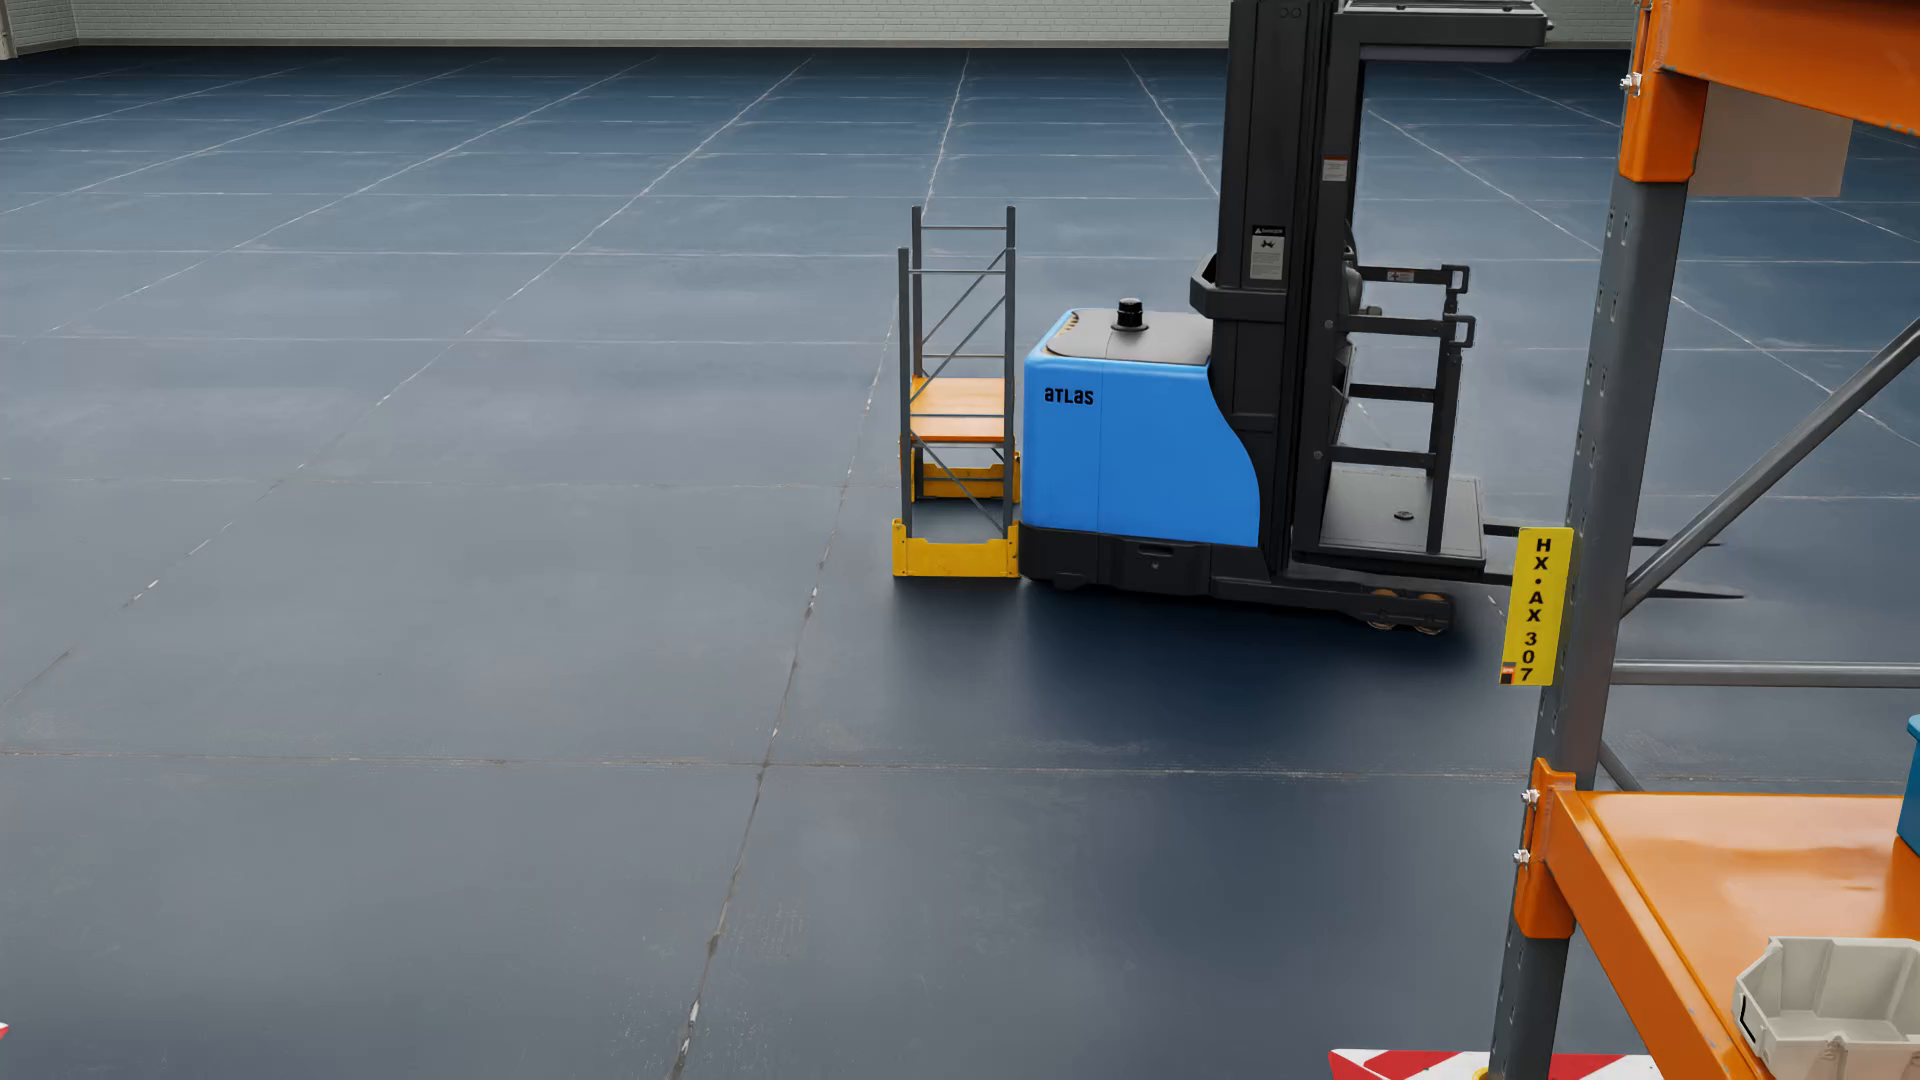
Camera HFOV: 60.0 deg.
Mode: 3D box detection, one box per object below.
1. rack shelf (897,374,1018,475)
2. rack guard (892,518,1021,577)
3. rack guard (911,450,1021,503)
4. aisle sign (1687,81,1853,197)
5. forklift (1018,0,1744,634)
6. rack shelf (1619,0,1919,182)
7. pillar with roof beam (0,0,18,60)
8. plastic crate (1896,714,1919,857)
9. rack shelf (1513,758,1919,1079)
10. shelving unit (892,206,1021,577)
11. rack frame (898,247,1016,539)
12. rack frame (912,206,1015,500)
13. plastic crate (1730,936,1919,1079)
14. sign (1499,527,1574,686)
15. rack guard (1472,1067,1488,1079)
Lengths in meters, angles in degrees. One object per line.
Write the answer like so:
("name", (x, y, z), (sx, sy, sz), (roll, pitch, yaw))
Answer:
("rack shelf", (0.003, -0.562, 7.902), (0.538, 0.185, 1.000), (1, 21, 2))
("rack guard", (-0.013, 0.036, 7.591), (0.587, 0.250, 0.087), (1, 21, 2))
("rack guard", (0.017, -0.324, 8.519), (0.587, 0.250, 0.087), (1, 21, 2))
("aisle sign", (1.356, -0.976, 2.803), (0.394, 0.787, 0.004), (1, 21, 2))
("forklift", (1.836, -1.182, 7.024), (3.031, 2.935, 1.130), (5, 22, 14))
("rack shelf", (1.586, -0.074, 0.921), (1.077, 0.370, 4.000), (1, 21, 2))
("pillar with roof beam", (-13.877, -13.306, 29.881), (9.100, 9.000, 0.400), (1, 21, 2))
("plastic crate", (1.931, 0.519, 2.750), (0.499, 0.251, 0.616), (1, 21, 2))
("rack shelf", (1.586, 1.324, 1.464), (1.077, 0.370, 4.000), (1, 21, 2))
("shelving unit", (0.002, -0.727, 7.829), (0.587, 1.500, 1.083), (1, 21, 2))
("rack frame", (-0.013, -0.546, 7.363), (0.500, 1.500, 0.032), (1, 21, 2))
("rack frame", (0.018, -0.914, 8.311), (0.500, 1.500, 0.032), (1, 21, 2))
("plastic crate", (1.298, 0.709, 2.420), (0.298, 0.136, 0.250), (1, 21, 2))
("sign", (1.097, 0.129, 3.167), (0.100, 0.325, 0.005), (1, 21, 2))
("rack guard", (1.691, 1.459, 3.578), (1.175, 0.500, 0.348), (1, 21, 2))
